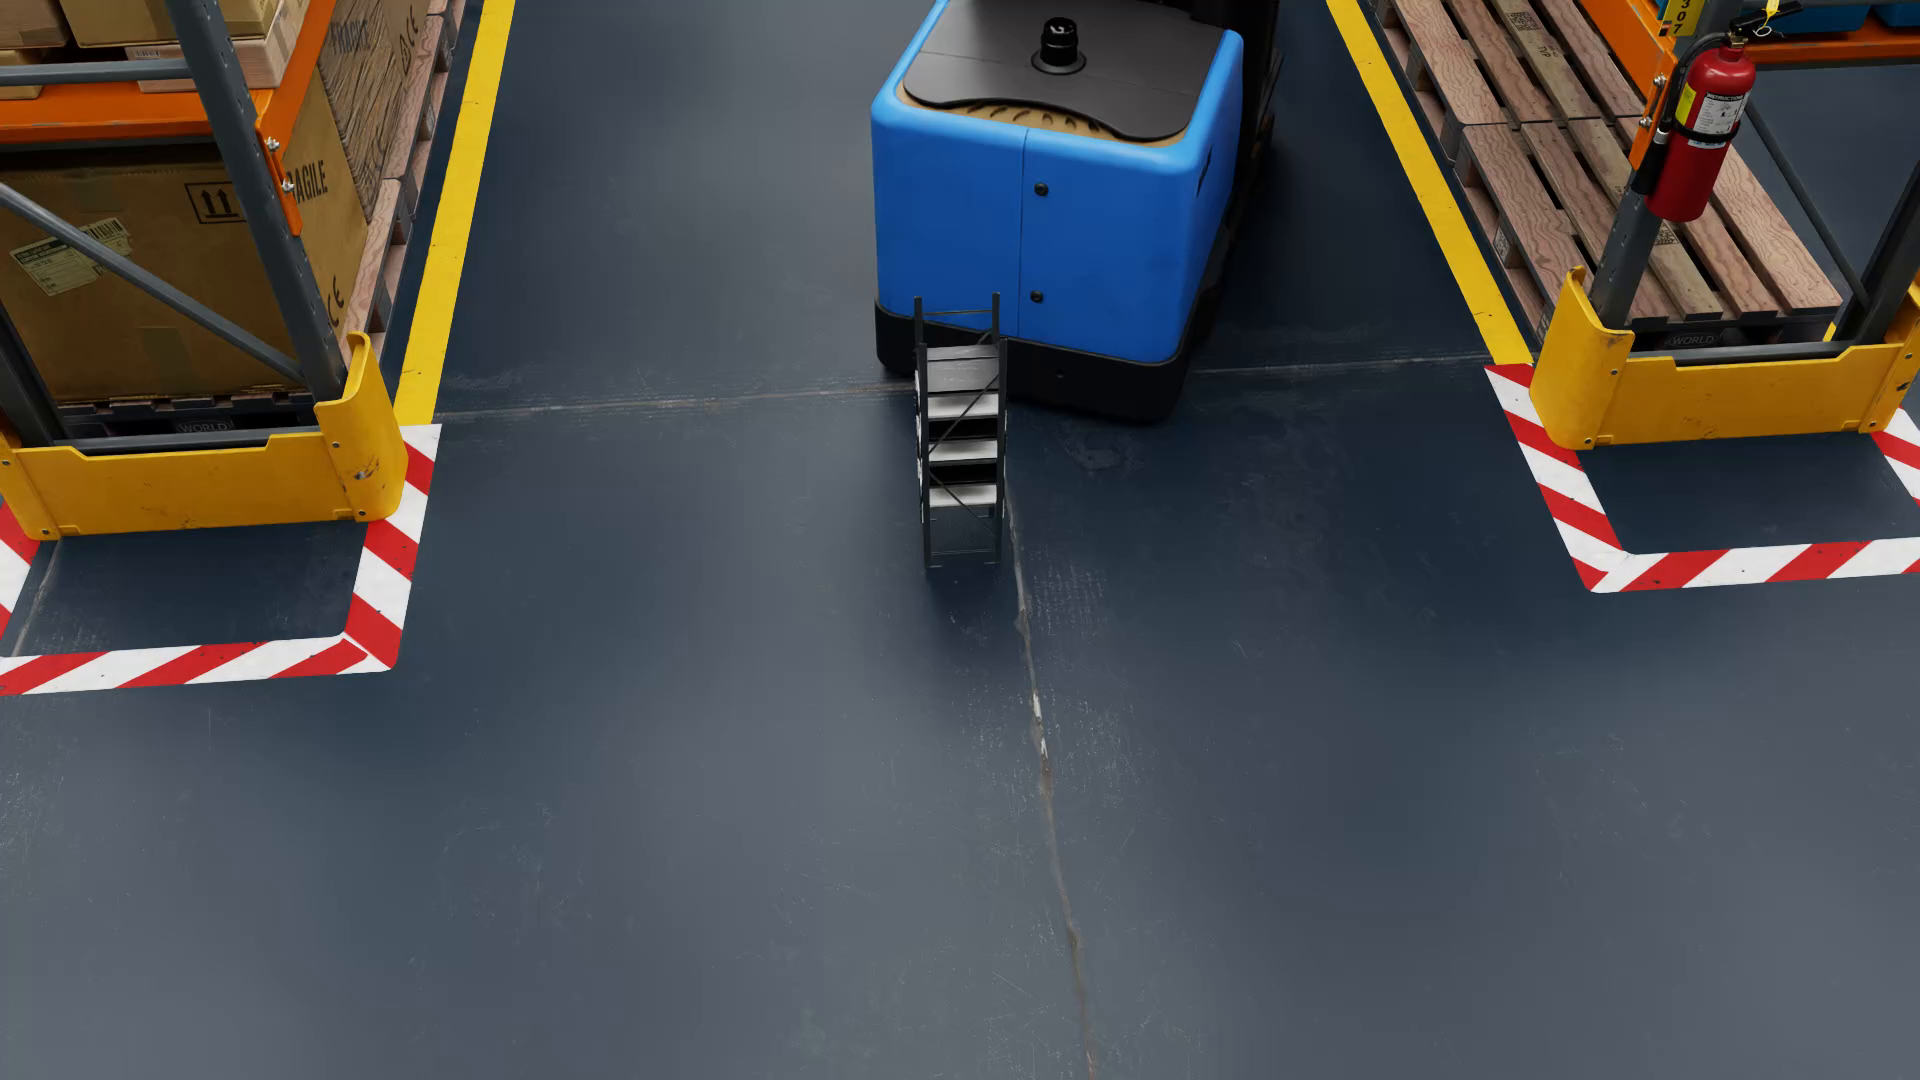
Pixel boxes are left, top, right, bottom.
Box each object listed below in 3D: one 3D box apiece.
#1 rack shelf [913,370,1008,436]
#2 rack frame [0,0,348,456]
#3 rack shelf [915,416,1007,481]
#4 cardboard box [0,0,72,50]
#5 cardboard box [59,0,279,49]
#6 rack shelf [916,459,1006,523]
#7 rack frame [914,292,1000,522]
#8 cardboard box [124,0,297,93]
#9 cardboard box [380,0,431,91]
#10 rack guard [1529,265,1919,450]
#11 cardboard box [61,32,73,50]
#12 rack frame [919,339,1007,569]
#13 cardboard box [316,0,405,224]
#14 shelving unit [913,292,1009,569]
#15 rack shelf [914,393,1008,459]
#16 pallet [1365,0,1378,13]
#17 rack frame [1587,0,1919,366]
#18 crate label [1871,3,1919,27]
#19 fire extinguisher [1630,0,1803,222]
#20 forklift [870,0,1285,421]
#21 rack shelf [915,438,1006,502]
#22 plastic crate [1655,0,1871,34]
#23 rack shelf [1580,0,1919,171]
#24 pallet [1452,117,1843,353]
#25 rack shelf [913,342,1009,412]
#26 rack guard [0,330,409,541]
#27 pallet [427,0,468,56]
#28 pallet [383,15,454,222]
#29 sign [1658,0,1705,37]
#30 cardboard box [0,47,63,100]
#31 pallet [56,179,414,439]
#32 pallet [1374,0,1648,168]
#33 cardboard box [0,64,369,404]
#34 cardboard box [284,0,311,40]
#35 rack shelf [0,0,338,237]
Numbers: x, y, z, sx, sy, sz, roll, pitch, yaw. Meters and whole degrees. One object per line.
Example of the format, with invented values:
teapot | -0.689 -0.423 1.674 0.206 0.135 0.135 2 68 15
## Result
rack shelf | 0.001 -0.404 4.811 0.258 0.077 0.200 -3 47 -3
rack frame | -2.400 -1.202 4.322 1.000 3.000 0.127 -3 47 -3
rack shelf | 0.001 -0.281 4.942 0.258 0.077 0.200 -3 47 -3
cardboard box | -2.705 -1.587 4.586 0.500 0.250 0.500 -4 47 -4
cardboard box | -2.172 -1.616 4.613 0.500 0.250 0.500 -5 47 -4
rack shelf | 0.001 -0.157 5.073 0.258 0.077 0.200 -3 47 -3
rack frame | -0.008 -0.377 4.987 0.240 0.900 0.006 -3 47 -3
cardboard box | -2.101 -1.393 4.676 0.380 0.149 0.250 -3 47 -3
cardboard box | -2.684 -2.376 6.609 0.875 0.875 0.875 -3 47 -3
rack guard | 2.550 -0.627 5.499 1.175 0.500 0.348 -3 47 -3
cardboard box | -2.782 -1.541 4.817 0.380 0.149 0.250 -3 47 -3
rack frame | 0.009 -0.230 4.848 0.240 0.900 0.006 -3 47 -3
cardboard box | -2.610 -1.732 5.999 0.875 0.875 0.875 -3 47 -3
shelving unit | 0.001 -0.304 4.918 0.258 0.900 0.210 -3 47 -3
rack shelf | 0.001 -0.343 4.877 0.258 0.077 0.200 -3 47 -3
pallet | 2.301 -2.909 7.859 1.003 0.211 1.213 -3 47 -3
rack frame | 2.535 -1.503 4.608 1.000 3.000 0.127 -3 47 -3
crate label | 2.843 -1.665 4.835 0.416 0.233 0.303 -3 47 -3
fire extinguisher | 2.095 -1.211 4.642 0.296 0.674 0.183 -3 47 -3
forklift | 0.633 -2.498 5.597 1.130 2.935 3.031 13 48 12
rack shelf | 0.001 -0.219 5.007 0.258 0.077 0.200 -3 47 -3
plastic crate | 2.321 -1.767 4.792 0.616 0.435 0.499 -3 47 -3
rack shelf | 2.368 -2.703 6.239 1.077 0.370 4.000 -3 47 -3
pallet | 2.505 -1.143 6.187 1.003 0.211 1.213 -3 47 -3
rack shelf | 0.001 -0.466 4.746 0.258 0.077 0.200 -3 47 -3
rack guard | -2.398 -0.325 5.214 1.175 0.500 0.348 -3 47 -3
pallet | -2.750 -2.582 7.550 1.003 0.211 1.213 -3 47 -3
pallet | -2.644 -1.698 6.712 1.003 0.211 1.213 -3 47 -3
sign | 1.988 -1.514 4.506 0.100 0.325 0.005 -3 47 -3
cardboard box | -2.758 -1.353 4.639 0.380 0.149 0.250 -3 47 -3
pallet | -2.545 -0.817 5.878 1.003 0.211 1.213 -3 47 -3
pallet | 2.406 -2.024 7.021 1.003 0.211 1.213 -3 47 -3
cardboard box | -2.534 -1.074 5.375 0.875 0.875 0.875 -3 47 -3
cardboard box | -2.124 -1.578 4.852 0.380 0.149 0.250 -4 47 -4
rack shelf | -2.568 -2.402 5.954 1.077 0.370 4.000 -3 47 -3
